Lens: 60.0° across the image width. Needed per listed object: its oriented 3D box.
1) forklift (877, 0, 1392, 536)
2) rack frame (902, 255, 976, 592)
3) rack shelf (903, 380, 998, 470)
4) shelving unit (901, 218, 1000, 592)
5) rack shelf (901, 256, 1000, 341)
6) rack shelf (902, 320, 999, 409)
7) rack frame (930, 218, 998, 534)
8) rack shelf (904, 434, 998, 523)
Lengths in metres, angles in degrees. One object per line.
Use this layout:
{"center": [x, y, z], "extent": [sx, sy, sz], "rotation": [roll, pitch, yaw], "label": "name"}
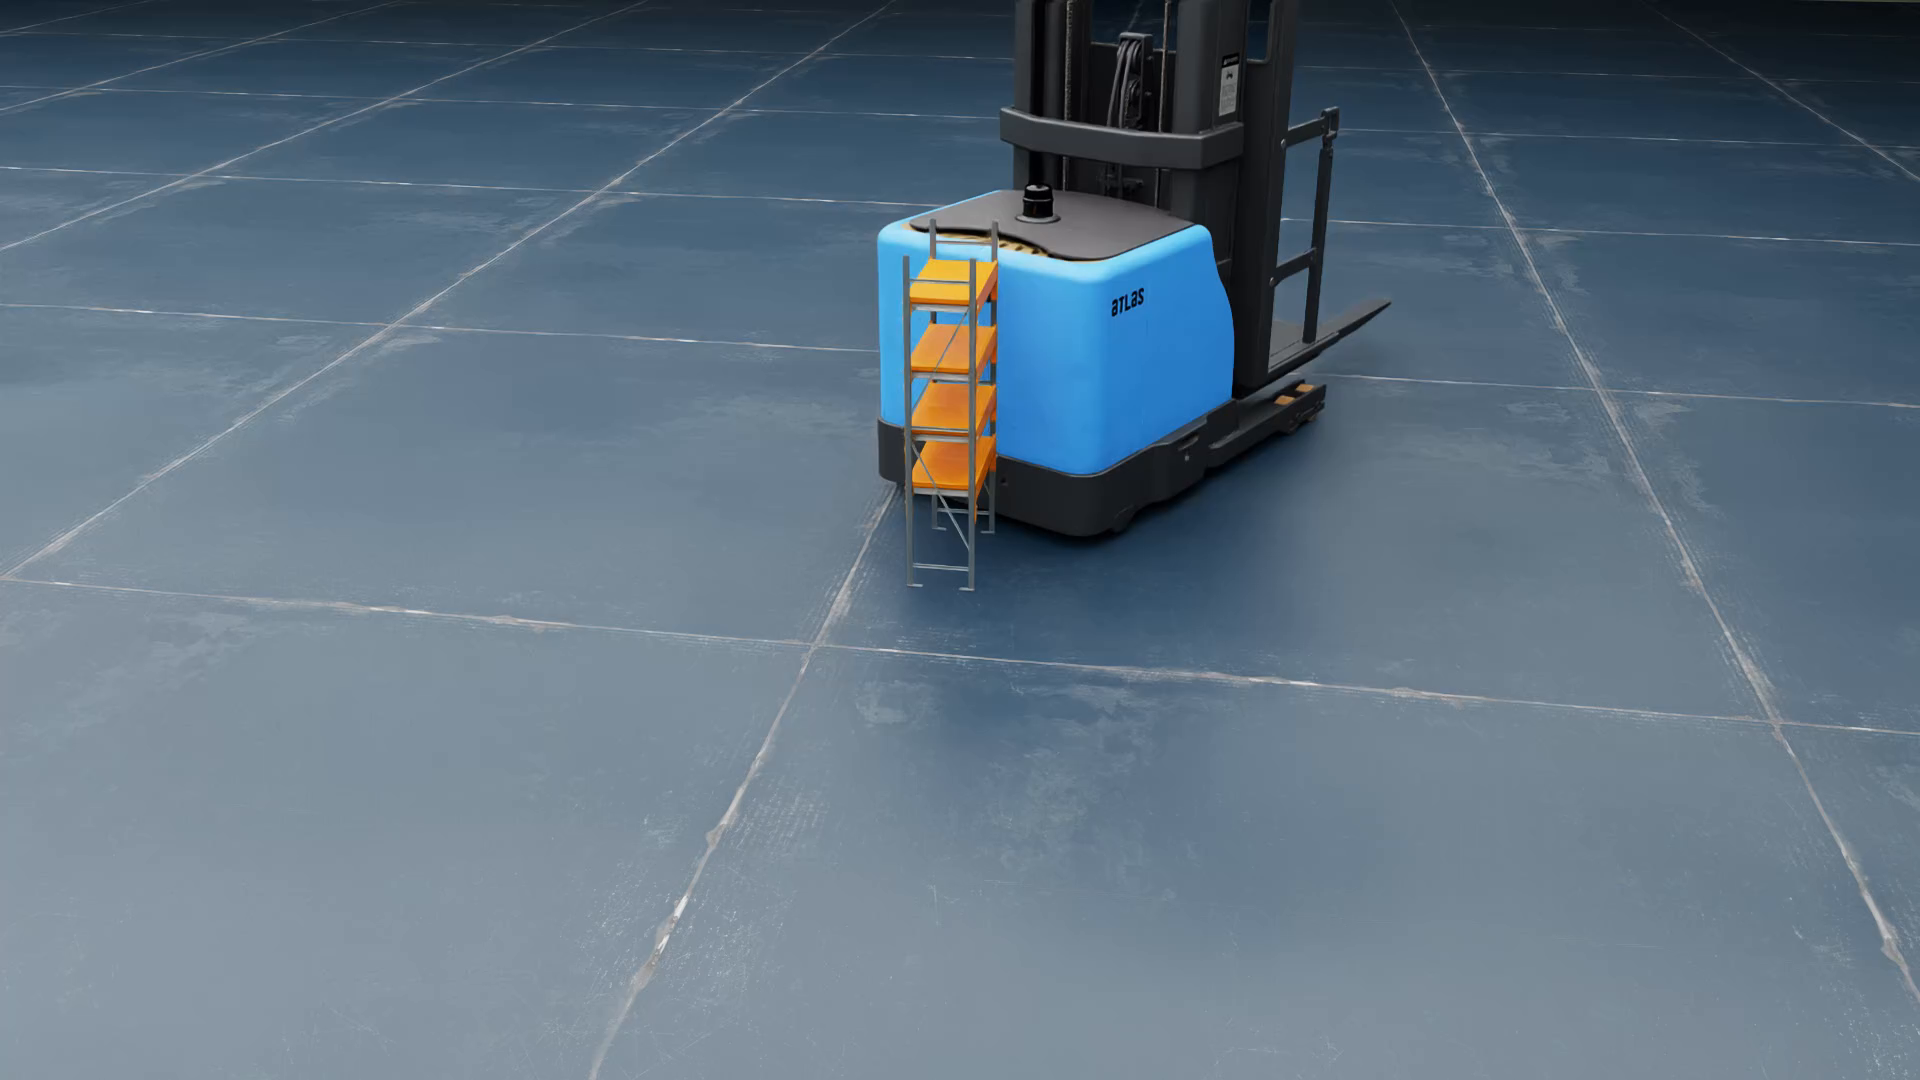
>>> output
{"center": [0.968, -1.901, 6.855], "extent": [1.130, 2.935, 3.031], "rotation": [18, 30, 33], "label": "forklift"}
{"center": [-0.067, -0.372, 5.630], "extent": [0.240, 1.200, 0.015], "rotation": [4, 25, 9], "label": "rack frame"}
{"center": [-0.027, -0.413, 5.876], "extent": [0.258, 0.148, 0.480], "rotation": [4, 25, 9], "label": "rack shelf"}
{"center": [-0.027, -0.474, 5.848], "extent": [0.258, 1.200, 0.503], "rotation": [4, 25, 9], "label": "shelving unit"}
{"center": [-0.027, -0.830, 5.681], "extent": [0.258, 0.148, 0.480], "rotation": [4, 25, 9], "label": "rack shelf"}
{"center": [-0.027, -0.616, 5.781], "extent": [0.258, 0.148, 0.480], "rotation": [4, 25, 9], "label": "rack shelf"}
{"center": [0.013, -0.576, 6.066], "extent": [0.240, 1.200, 0.015], "rotation": [4, 25, 9], "label": "rack frame"}
{"center": [-0.027, -0.233, 5.960], "extent": [0.258, 0.148, 0.480], "rotation": [4, 25, 9], "label": "rack shelf"}
